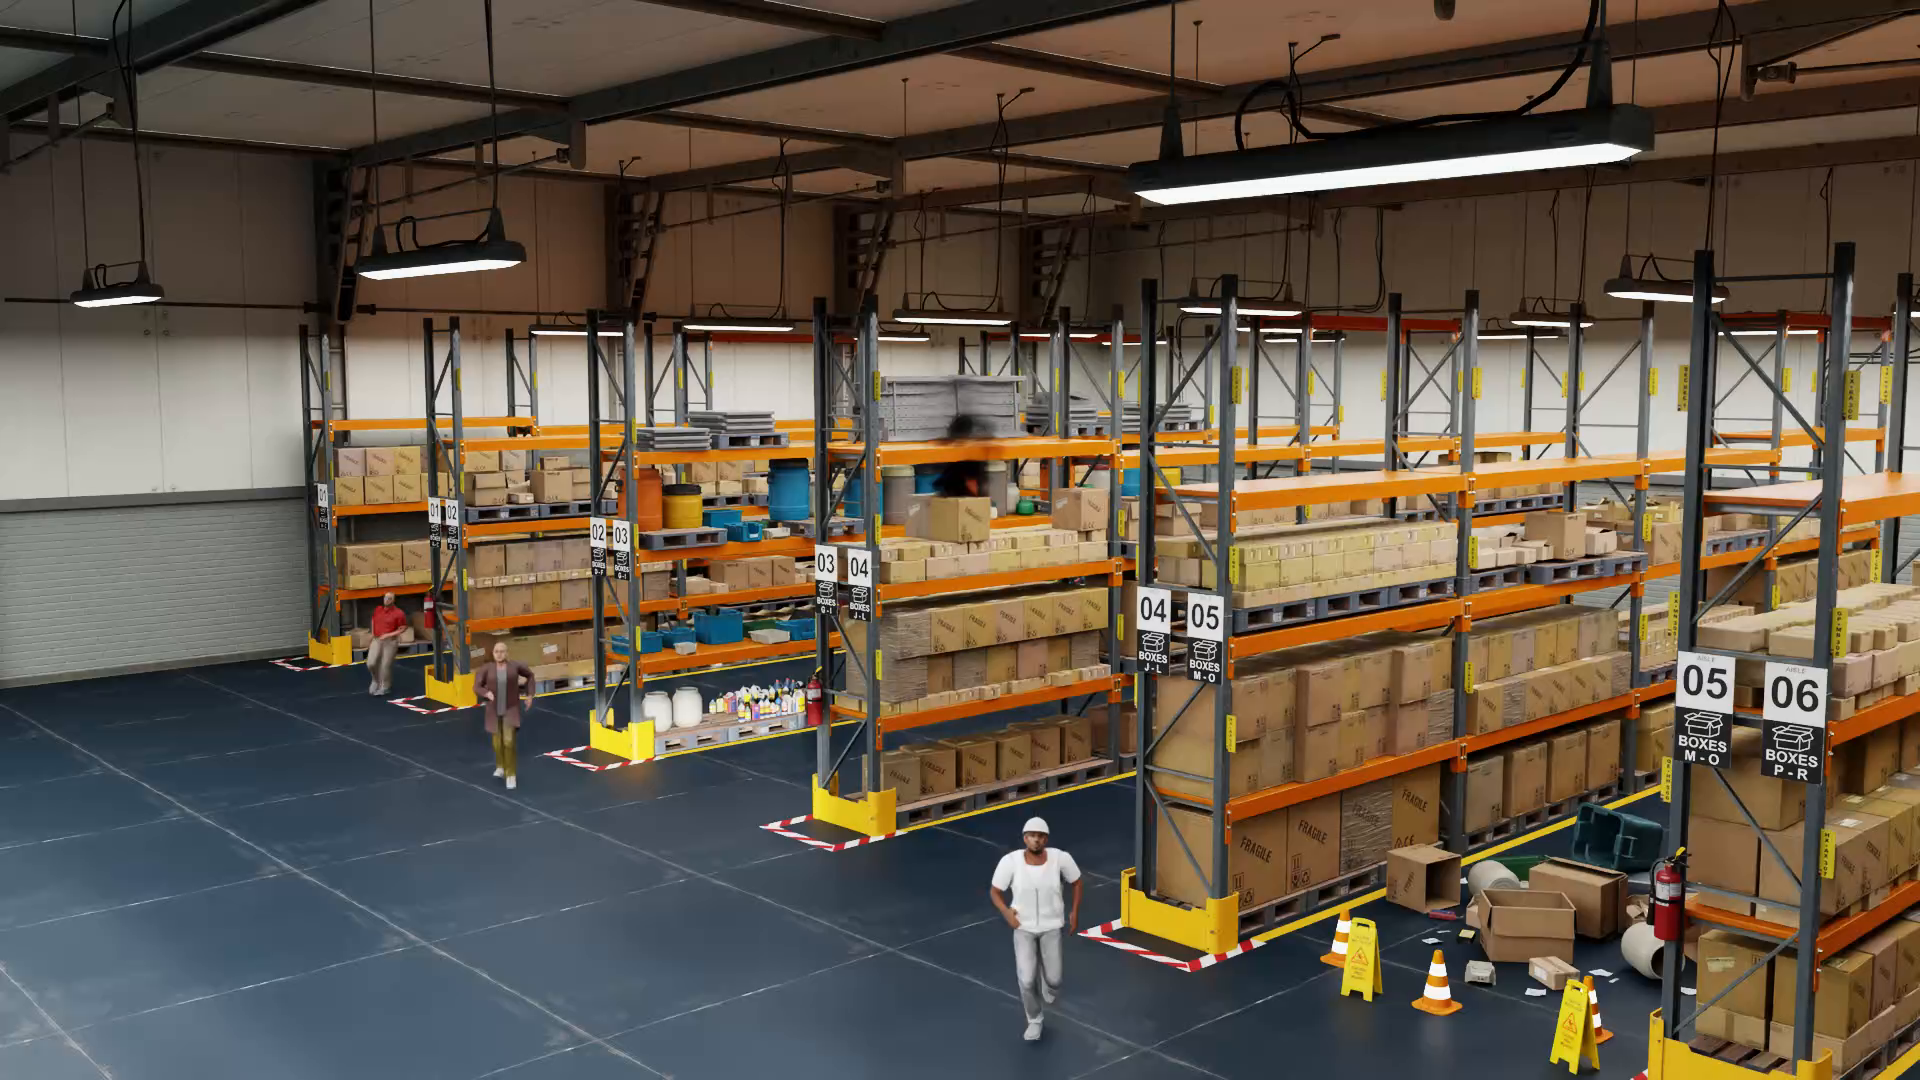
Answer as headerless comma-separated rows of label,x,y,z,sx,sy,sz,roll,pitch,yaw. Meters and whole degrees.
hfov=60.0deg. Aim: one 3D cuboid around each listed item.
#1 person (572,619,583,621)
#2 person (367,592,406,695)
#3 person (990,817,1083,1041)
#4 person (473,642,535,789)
person,-6.878,1.284,30.100,0.549,1.755,0.764,4,7,35
person,-9.147,1.659,26.488,0.653,1.664,0.569,1,6,5
person,0.600,3.006,13.003,0.736,1.726,0.613,0,6,-1
person,-5.708,2.200,20.834,0.736,1.868,0.834,-1,6,-7
